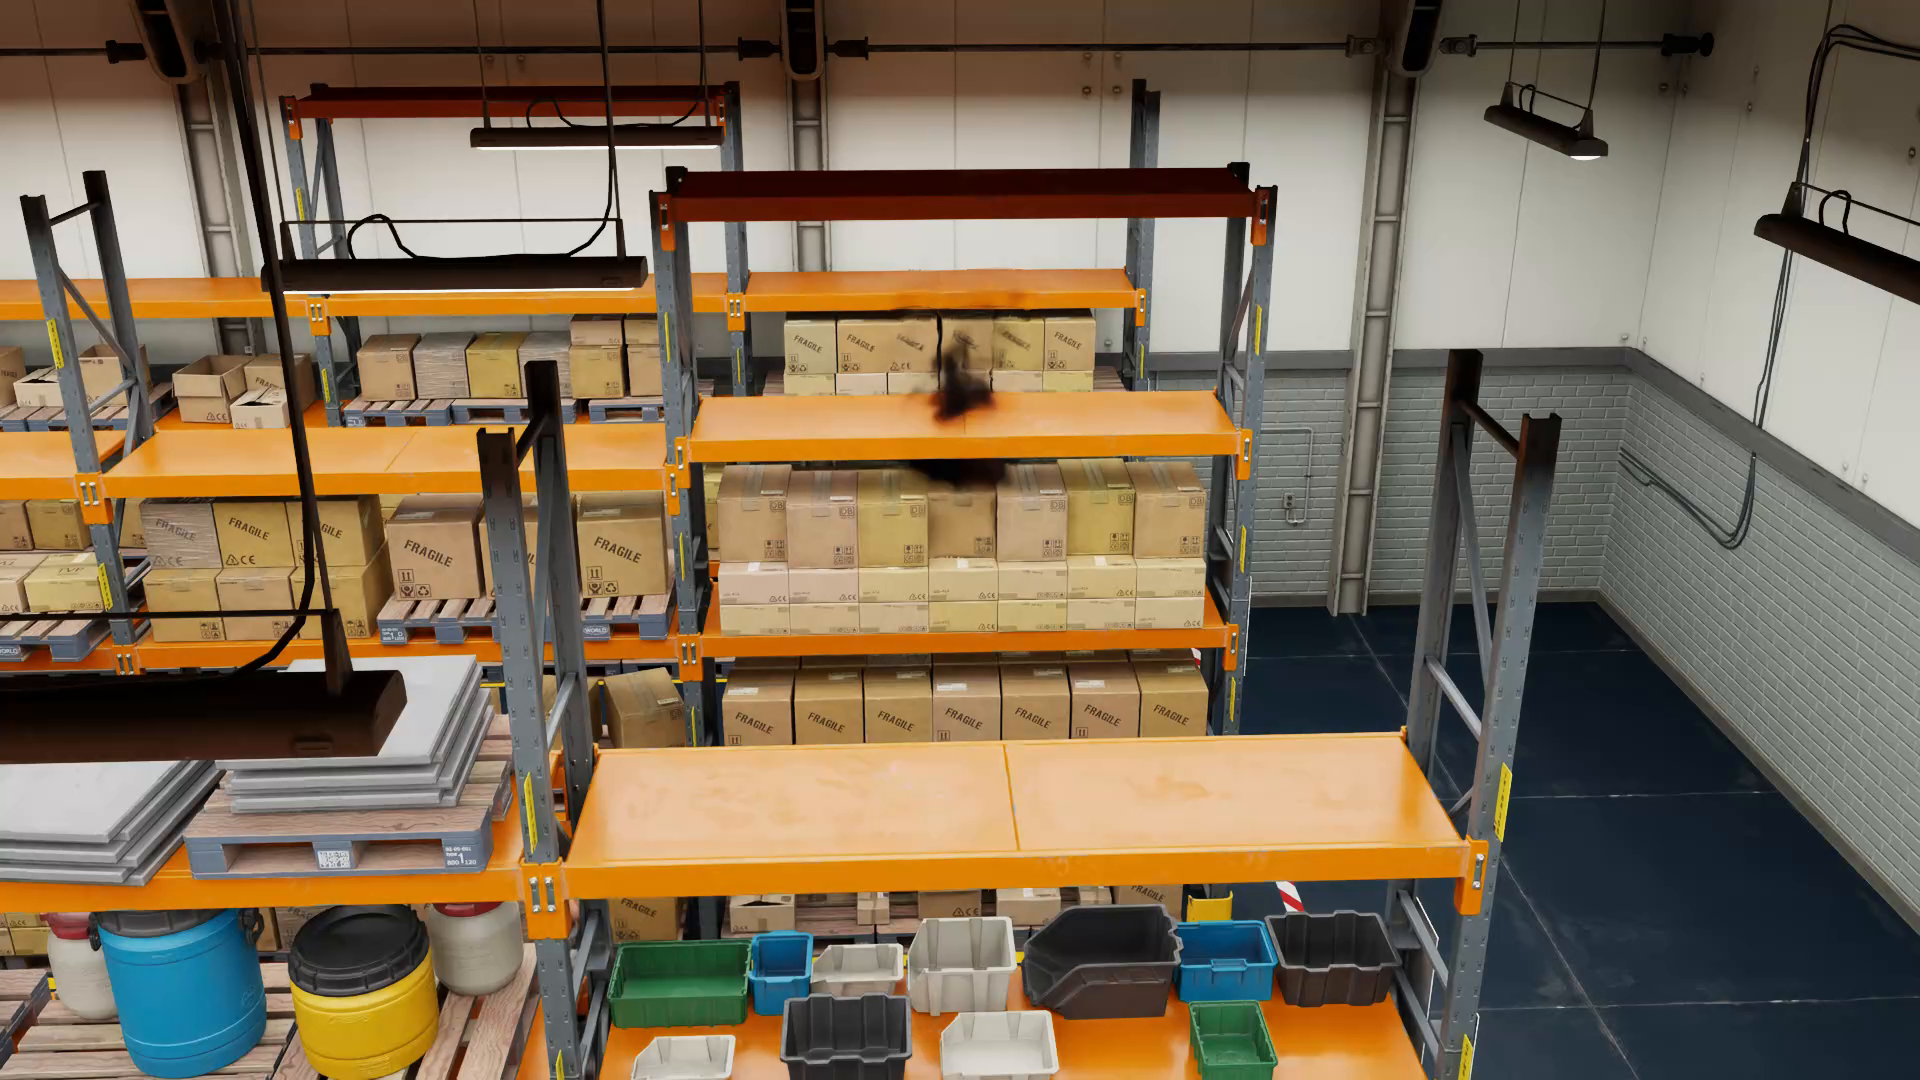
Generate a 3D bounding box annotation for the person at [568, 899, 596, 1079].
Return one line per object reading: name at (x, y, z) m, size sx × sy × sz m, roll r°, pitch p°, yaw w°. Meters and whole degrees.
person at (-2.561, 3.130, 11.197) m, size 0.649 × 1.691 × 0.671 m, roll -2°, pitch 22°, yaw -5°
